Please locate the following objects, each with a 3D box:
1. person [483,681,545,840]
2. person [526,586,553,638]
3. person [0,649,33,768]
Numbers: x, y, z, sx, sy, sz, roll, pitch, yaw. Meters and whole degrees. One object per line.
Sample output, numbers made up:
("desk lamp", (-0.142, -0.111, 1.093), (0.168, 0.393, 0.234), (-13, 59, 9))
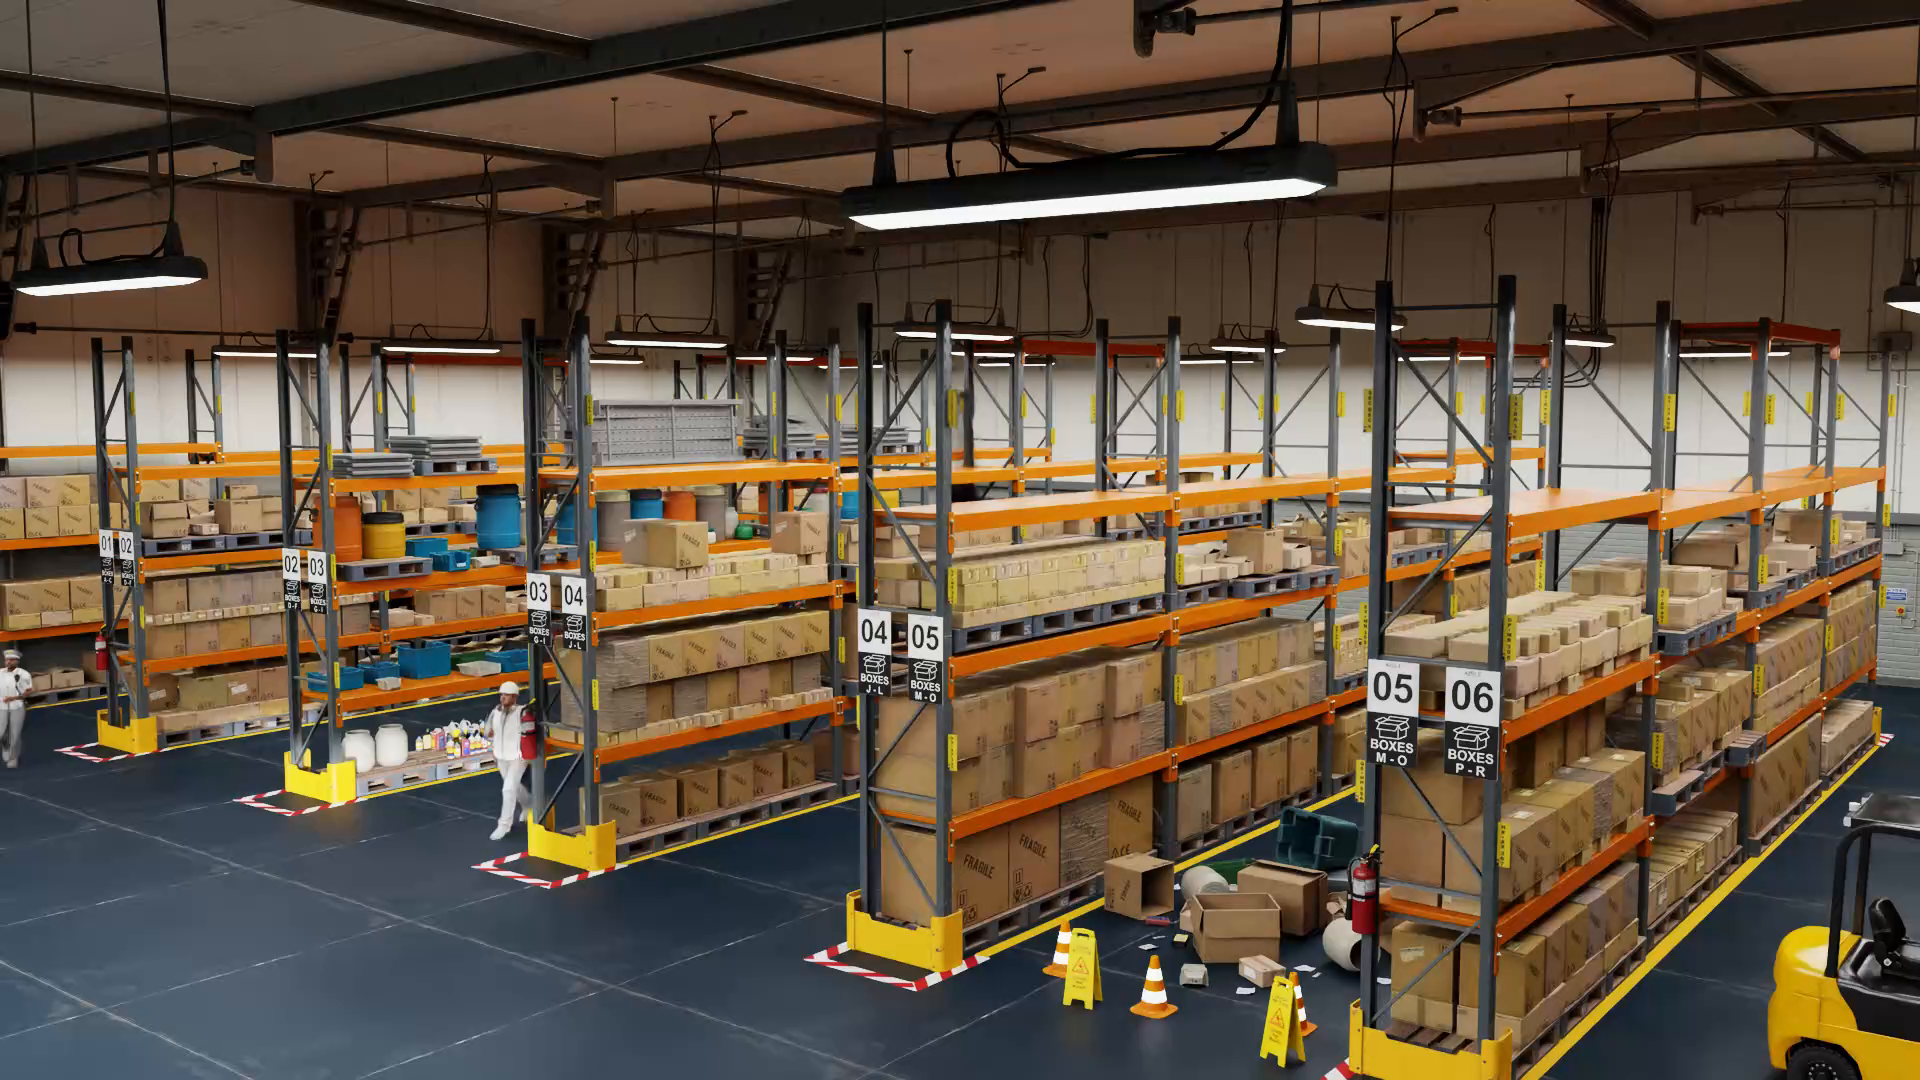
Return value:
("person", (-5.276, 2.547, 19.614), (0.645, 1.783, 0.948), (2, 5, 22))
("person", (-8.588, 1.463, 33.720), (0.508, 1.572, 0.745), (3, 6, 28))
("person", (-13.174, 2.338, 23.057), (0.575, 1.655, 0.513), (-2, 5, -18))
